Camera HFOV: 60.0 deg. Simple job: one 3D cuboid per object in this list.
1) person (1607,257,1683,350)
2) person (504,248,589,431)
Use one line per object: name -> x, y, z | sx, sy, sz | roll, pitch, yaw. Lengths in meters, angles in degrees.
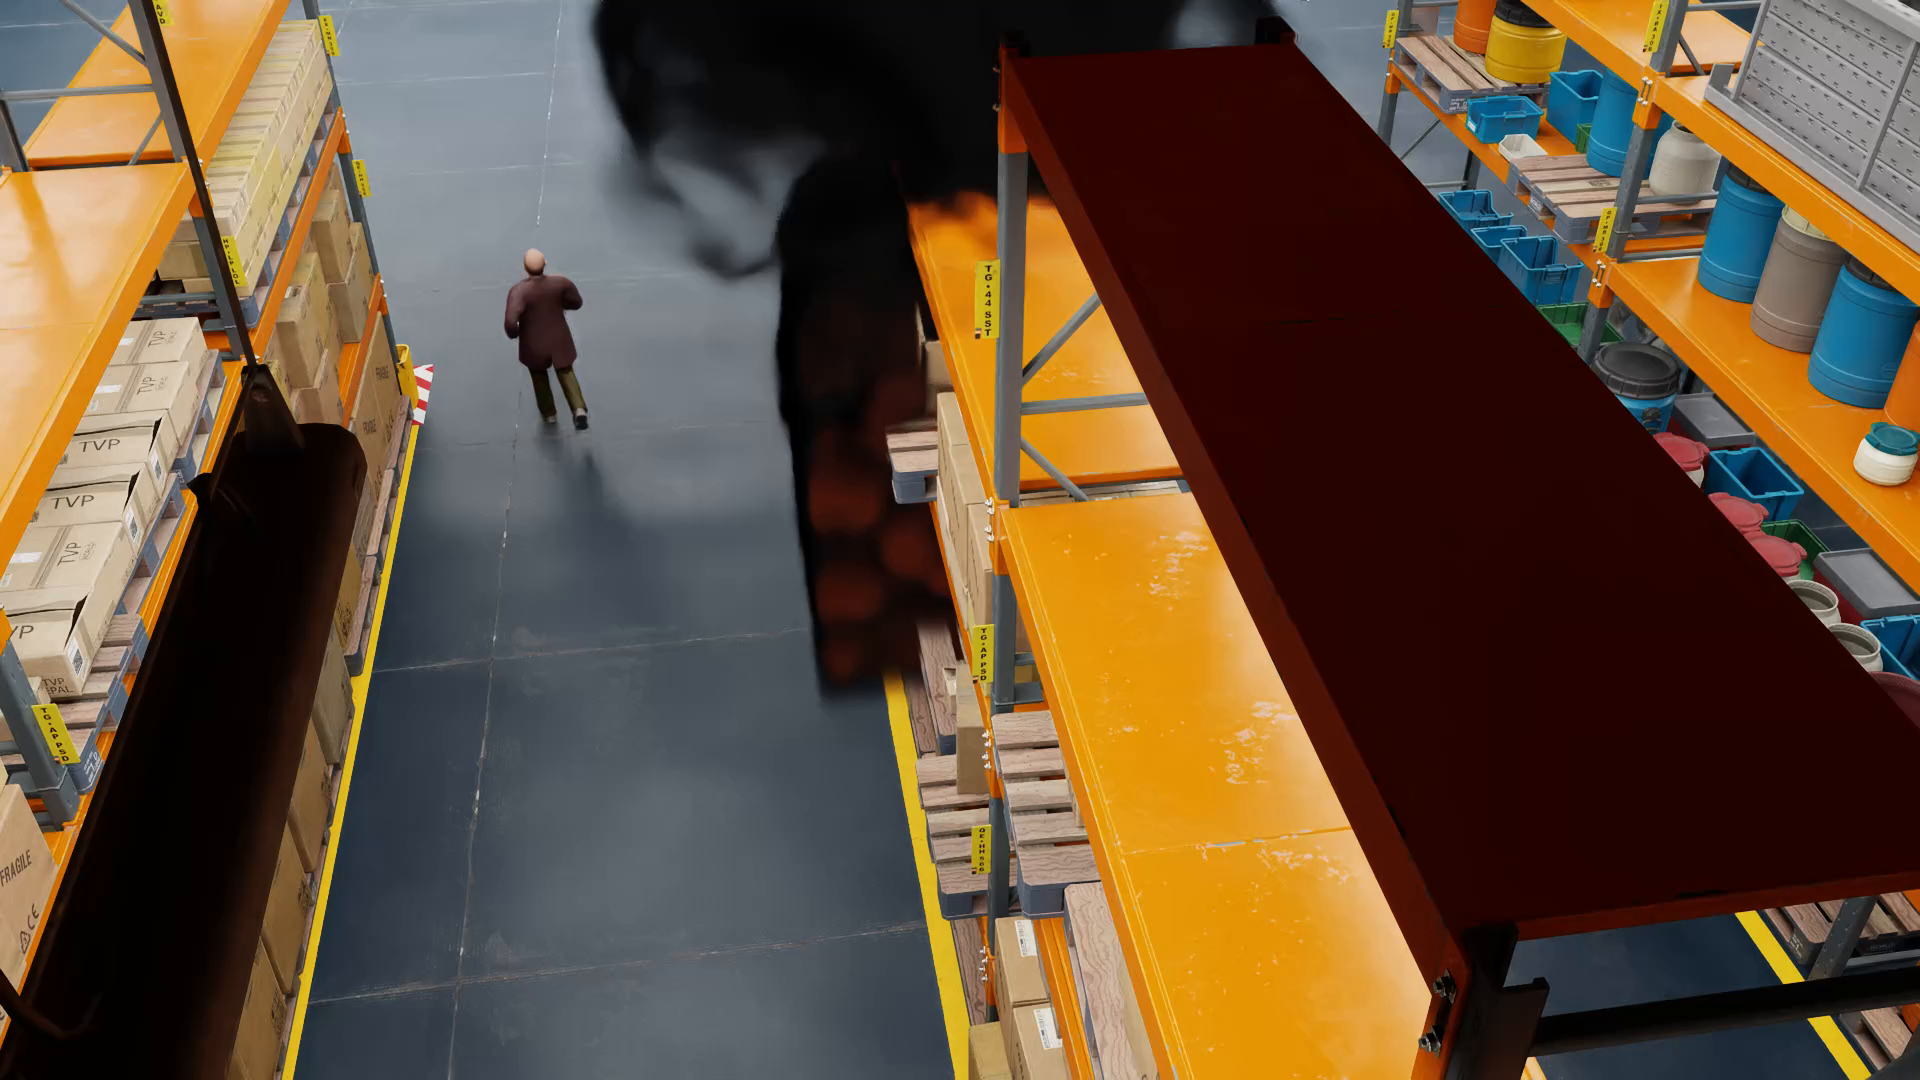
person -> 6.162, -2.213, 14.937 | 0.741, 1.792, 0.899 | -14, 39, -19
person -> -3.553, -1.705, 14.294 | 0.730, 1.751, 0.949 | -19, 40, -24
